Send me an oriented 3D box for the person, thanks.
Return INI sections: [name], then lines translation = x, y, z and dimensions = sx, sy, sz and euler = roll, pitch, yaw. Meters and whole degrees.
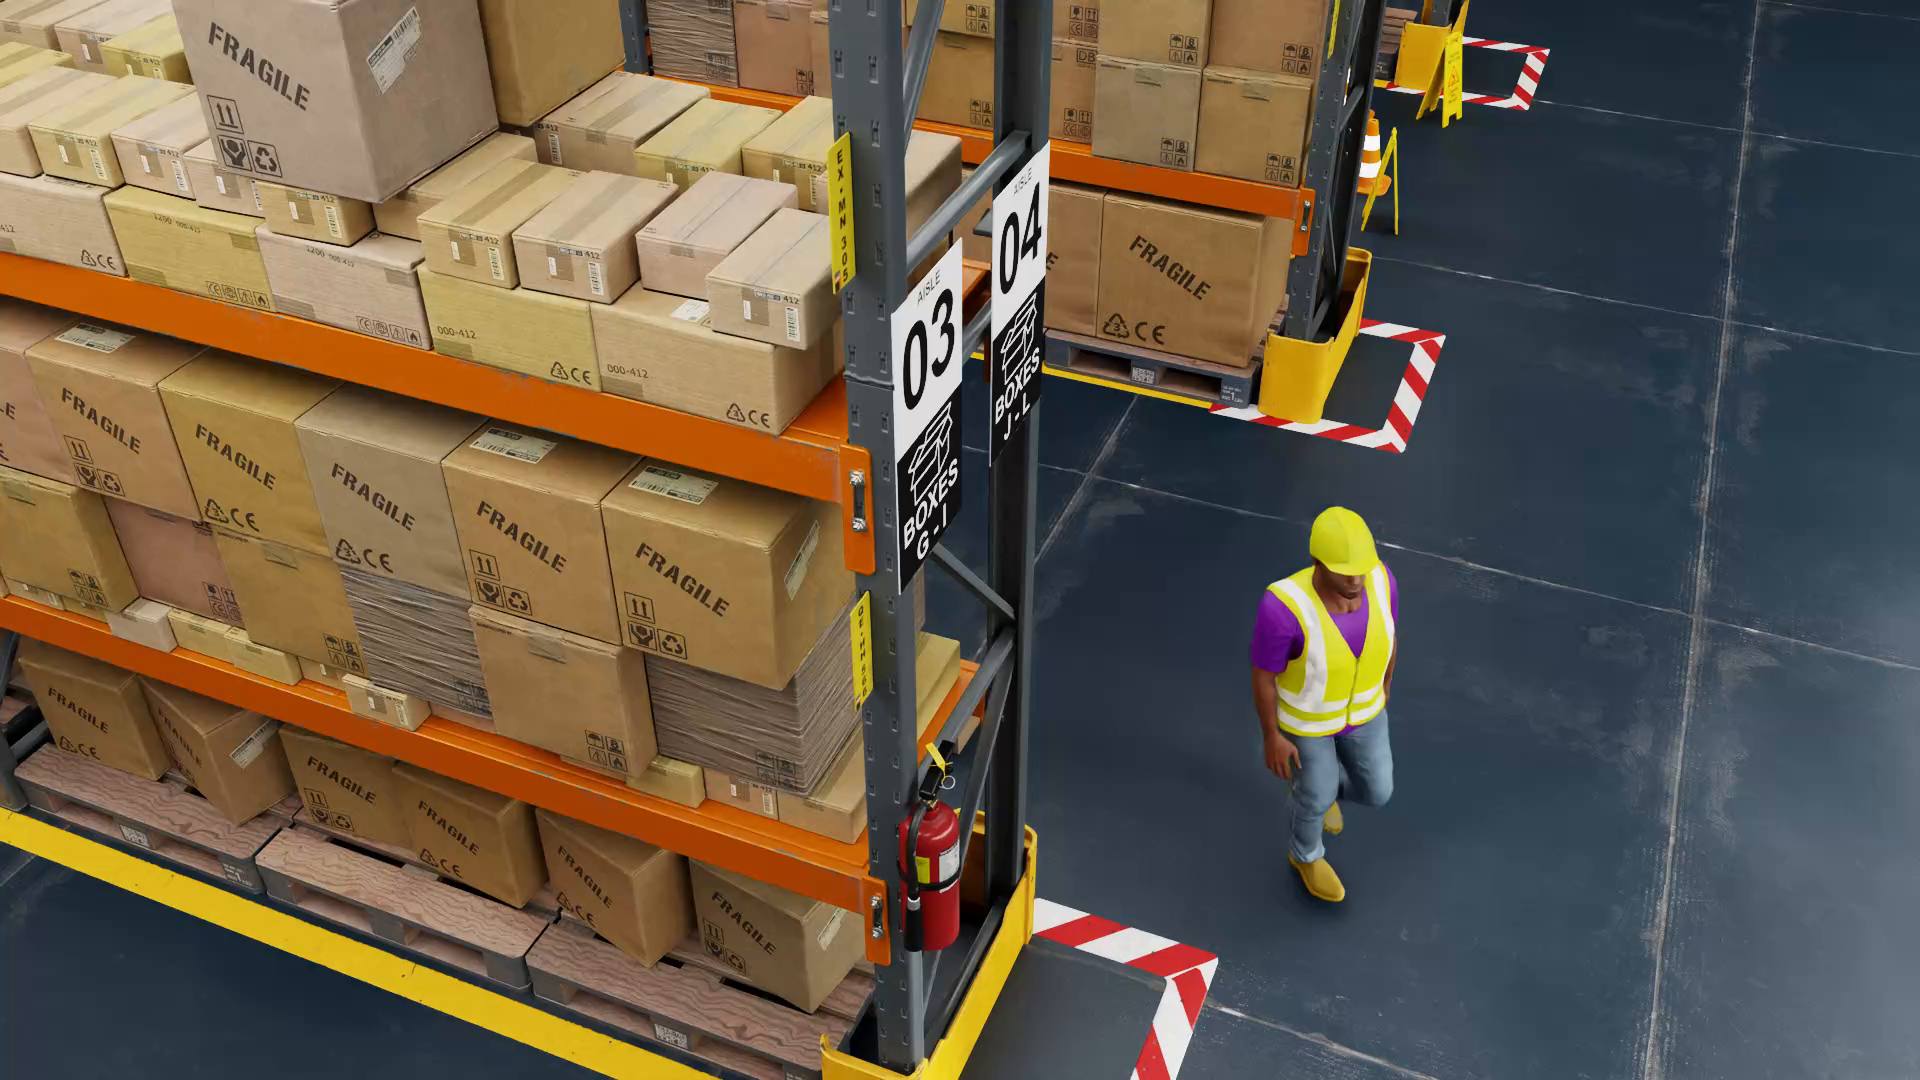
[person]
translation = 1.298, 0.574, 6.007
dimensions = 0.635, 1.755, 0.503
euler = -13, 39, -17
